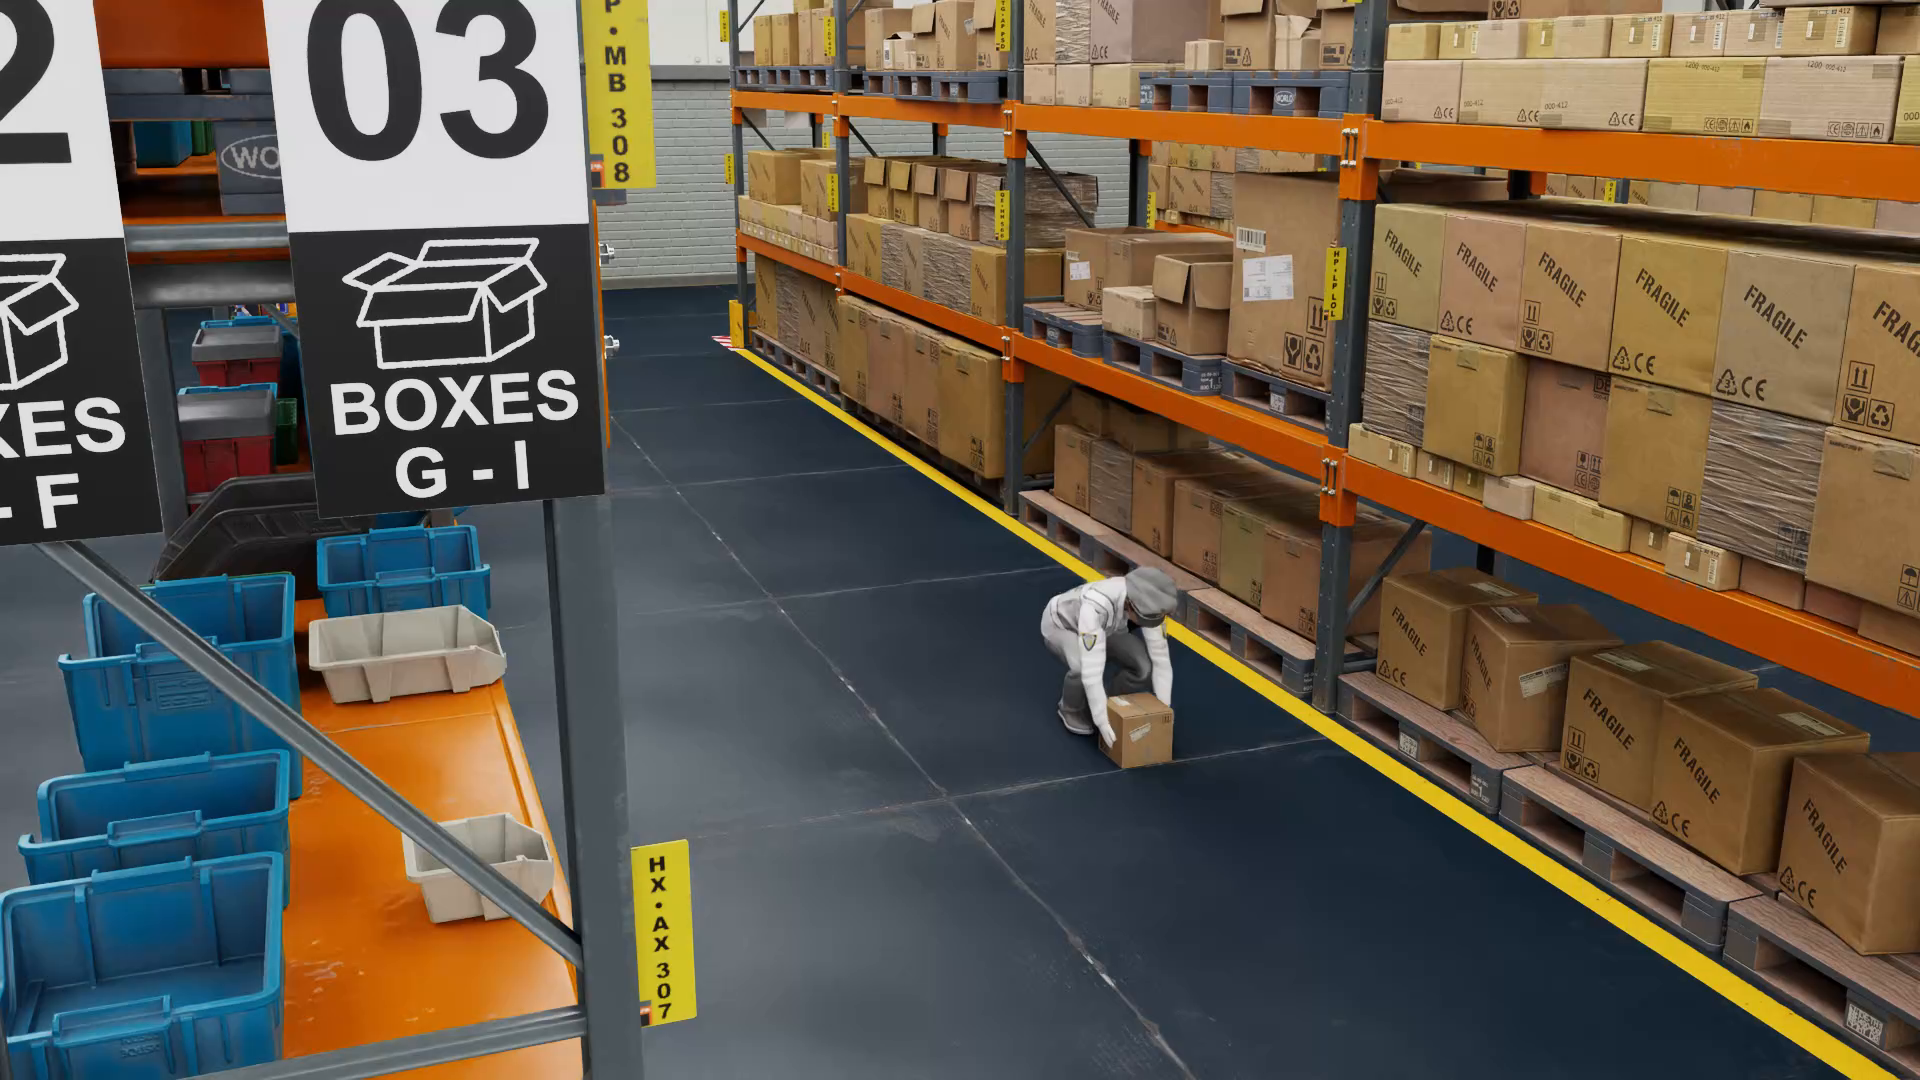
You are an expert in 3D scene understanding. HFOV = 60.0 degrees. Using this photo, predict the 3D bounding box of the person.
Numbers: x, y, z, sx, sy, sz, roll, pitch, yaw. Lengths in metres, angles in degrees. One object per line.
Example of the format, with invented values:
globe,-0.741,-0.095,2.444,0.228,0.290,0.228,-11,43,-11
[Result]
person,0.704,0.547,7.772,0.468,0.847,0.870,-6,17,-20
